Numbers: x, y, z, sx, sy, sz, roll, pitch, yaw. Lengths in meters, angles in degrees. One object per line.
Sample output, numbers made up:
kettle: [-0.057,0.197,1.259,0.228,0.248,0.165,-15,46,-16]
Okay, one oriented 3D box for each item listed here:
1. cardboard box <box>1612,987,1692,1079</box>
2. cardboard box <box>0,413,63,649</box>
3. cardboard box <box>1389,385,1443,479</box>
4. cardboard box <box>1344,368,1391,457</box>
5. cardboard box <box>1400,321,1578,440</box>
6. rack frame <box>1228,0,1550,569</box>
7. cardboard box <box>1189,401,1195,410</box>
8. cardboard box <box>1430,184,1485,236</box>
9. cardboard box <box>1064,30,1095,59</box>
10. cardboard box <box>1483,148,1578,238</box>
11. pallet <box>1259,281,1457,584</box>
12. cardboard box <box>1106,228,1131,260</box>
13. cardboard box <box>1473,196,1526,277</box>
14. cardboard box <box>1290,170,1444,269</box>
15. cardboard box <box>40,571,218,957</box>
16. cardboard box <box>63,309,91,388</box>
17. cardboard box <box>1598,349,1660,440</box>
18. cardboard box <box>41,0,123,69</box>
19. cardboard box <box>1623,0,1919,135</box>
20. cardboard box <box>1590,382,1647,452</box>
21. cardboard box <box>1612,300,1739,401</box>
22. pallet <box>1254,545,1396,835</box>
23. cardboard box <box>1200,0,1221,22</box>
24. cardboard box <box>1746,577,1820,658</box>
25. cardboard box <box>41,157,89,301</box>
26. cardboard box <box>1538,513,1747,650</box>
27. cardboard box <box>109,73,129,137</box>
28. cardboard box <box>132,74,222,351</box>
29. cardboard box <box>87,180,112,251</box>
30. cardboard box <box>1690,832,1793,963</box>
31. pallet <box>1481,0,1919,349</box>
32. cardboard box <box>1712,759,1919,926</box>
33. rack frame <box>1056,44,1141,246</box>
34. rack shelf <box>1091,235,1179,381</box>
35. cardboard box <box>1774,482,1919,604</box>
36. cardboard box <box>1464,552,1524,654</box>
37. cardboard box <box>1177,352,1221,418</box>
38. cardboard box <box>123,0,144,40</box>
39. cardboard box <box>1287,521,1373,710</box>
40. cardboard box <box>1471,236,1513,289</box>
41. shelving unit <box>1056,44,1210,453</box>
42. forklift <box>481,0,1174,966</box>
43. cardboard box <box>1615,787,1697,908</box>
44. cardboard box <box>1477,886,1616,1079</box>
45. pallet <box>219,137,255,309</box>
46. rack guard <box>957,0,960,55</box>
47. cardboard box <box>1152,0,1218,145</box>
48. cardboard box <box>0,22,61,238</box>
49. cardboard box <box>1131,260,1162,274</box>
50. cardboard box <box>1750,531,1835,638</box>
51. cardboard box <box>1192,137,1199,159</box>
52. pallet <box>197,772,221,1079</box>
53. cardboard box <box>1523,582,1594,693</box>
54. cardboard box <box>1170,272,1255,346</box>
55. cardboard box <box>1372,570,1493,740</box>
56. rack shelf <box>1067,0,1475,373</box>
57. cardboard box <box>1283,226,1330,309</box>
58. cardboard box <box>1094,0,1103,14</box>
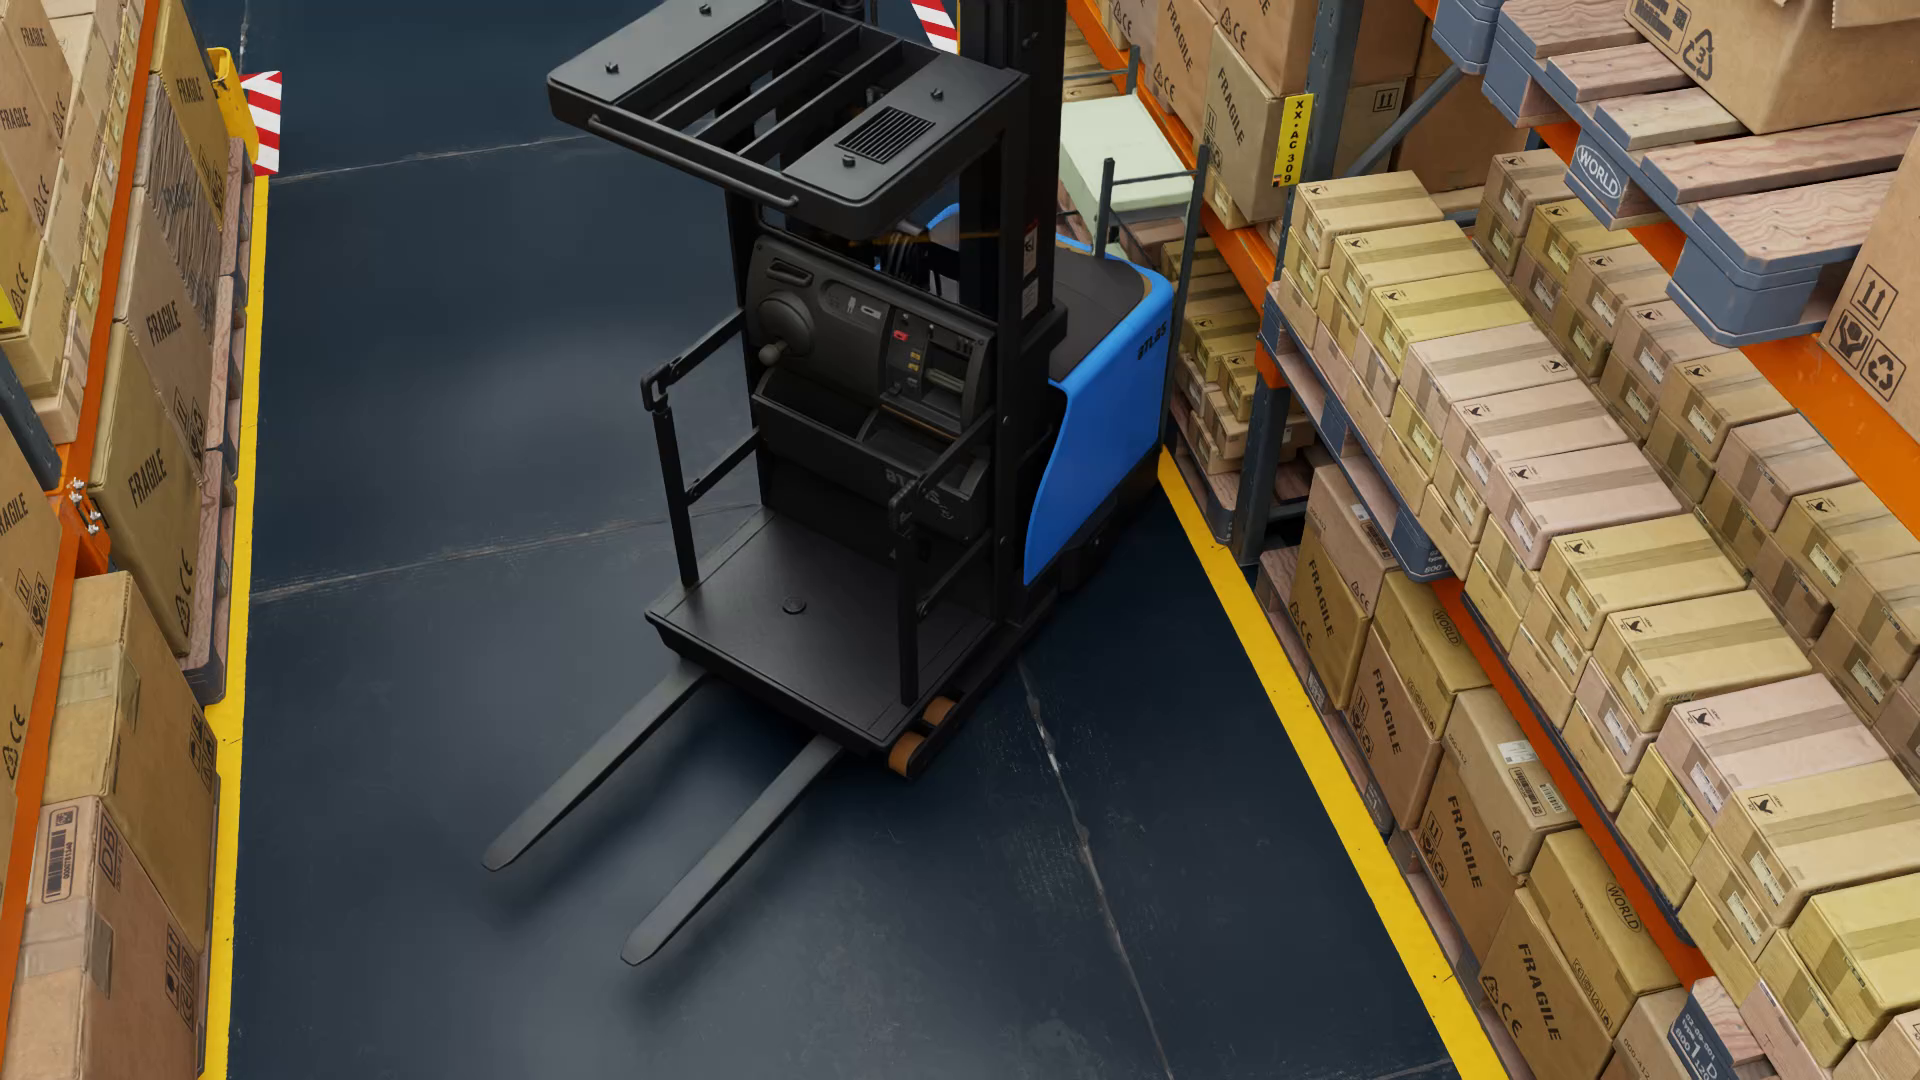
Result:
cardboard box: [2.038,1.387,4.222,0.500,0.250,0.500,-10,46,-10]
cardboard box: [-2.854,0.006,4.574,0.500,0.500,0.500,-11,47,-10]
cardboard box: [1.441,-0.340,4.657,0.380,0.149,0.250,-13,47,-12]
cardboard box: [1.376,-0.409,4.932,0.380,0.149,0.250,-10,46,-10]
cardboard box: [1.441,-0.439,4.545,0.380,0.149,0.250,-11,47,-11]
rack frame: [1.583,-1.069,5.698,1.000,3.000,0.127,-11,47,-10]
cardboard box: [1.167,-0.621,6.961,0.380,0.149,0.250,-10,46,-9]
cardboard box: [1.826,-1.237,6.038,0.380,0.149,0.250,-9,46,-9]
cardboard box: [0.492,-2.399,8.286,0.380,0.149,0.250,-11,47,-10]
cardboard box: [1.874,-1.095,5.188,0.380,0.149,0.250,-9,46,-8]
pallet: [1.638,-0.448,5.223,1.003,0.211,1.213,-11,47,-10]
cardboard box: [0.886,-1.334,7.659,0.380,0.149,0.250,-10,46,-10]
cardboard box: [1.875,-0.994,5.297,0.380,0.149,0.250,-9,46,-9]
cardboard box: [1.239,-0.980,5.076,0.380,0.149,0.250,-9,46,-8]
cardboard box: [-3.055,0.803,5.057,1.225,0.875,0.875,-11,47,-10]
cardboard box: [-3.059,-0.591,5.404,0.380,0.149,0.250,-12,47,-12]
cardboard box: [2.079,-0.452,4.767,0.380,0.149,0.250,-12,47,-12]
cardboard box: [-3.621,-2.058,6.563,0.500,0.250,0.500,-12,47,-12]
cardboard box: [1.851,-1.212,3.371,0.797,0.503,0.637,-11,47,-11]
cardboard box: [2.069,-0.365,4.890,0.380,0.149,0.250,-13,47,-12]
cardboard box: [2.075,-0.550,4.654,0.380,0.149,0.250,-11,47,-10]
pallet: [1.783,0.444,6.167,1.003,0.211,1.213,-11,47,-10]
cardboard box: [1.063,-2.189,5.817,0.500,0.500,0.500,-12,47,-12]
cardboard box: [2.281,0.193,4.343,0.380,0.149,0.250,-12,47,-12]
cardboard box: [-3.227,-1.000,5.527,0.500,0.250,0.500,-11,47,-11]
cardboard box: [1.643,0.098,4.019,0.380,0.149,0.250,-9,46,-9]
cardboard box: [-3.461,-1.665,6.457,0.380,0.149,0.250,-10,46,-10]
cardboard box: [-3.788,-1.342,7.158,0.875,0.875,0.875,-11,47,-10]
cardboard box: [-3.262,-1.130,5.933,0.380,0.149,0.250,-11,47,-11]
cardboard box: [1.837,0.734,3.605,0.380,0.149,0.250,-11,47,-10]
pallet: [1.906,-0.892,3.555,1.213,0.211,1.003,-11,47,-10]
cardboard box: [1.837,0.632,3.495,0.380,0.149,0.250,-9,46,-9]
rack frame: [0.490,-1.378,7.007,0.400,1.500,0.023,-10,47,-12]
rack shelf: [0.580,-0.896,6.997,0.431,0.370,0.720,-10,47,-12]
cardboard box: [2.277,-0.009,4.124,0.380,0.149,0.250,-11,47,-11]
cardboard box: [1.578,0.128,4.406,0.380,0.149,0.250,-11,47,-11]
cardboard box: [1.113,-0.666,6.797,0.380,0.149,0.250,-13,47,-12]
cardboard box: [-3.658,-2.194,6.976,0.380,0.149,0.250,-10,46,-10]
cardboard box: [1.515,0.217,5.893,0.500,0.500,0.500,-9,46,-9]
cardboard box: [1.876,-0.890,5.404,0.380,0.149,0.250,-12,47,-11]
shelving unit: [0.589,-1.124,6.763,0.431,1.500,0.755,-10,47,-12]
forklift: [-0.431,-0.577,5.263,1.130,2.935,3.031,26,51,23]
cardboard box: [1.777,0.669,3.876,0.380,0.149,0.250,-13,47,-12]
cardboard box: [1.905,1.293,4.839,0.500,0.500,0.500,-13,47,-12]
pallet: [-3.982,-1.480,8.053,1.003,0.211,1.213,-11,47,-10]
rack guard: [0.578,-2.903,9.245,1.175,0.500,0.348,-11,47,-10]
cardboard box: [1.054,-1.849,6.184,0.500,0.500,0.500,-12,47,-11]
cardboard box: [-3.232,-1.265,5.261,0.500,0.500,0.500,-11,47,-10]
cardboard box: [0.974,-1.212,7.331,0.380,0.149,0.250,-10,46,-9]
cardboard box: [2.273,0.084,4.241,0.380,0.149,0.250,-9,46,-9]
cardboard box: [1.101,-1.489,6.285,0.380,0.149,0.250,-9,46,-9]
pallet: [-2.968,1.263,5.365,1.003,0.211,1.213,-11,47,-10]
cardboard box: [1.641,0.203,4.124,0.380,0.149,0.250,-12,47,-11]
cardboard box: [1.066,-0.964,6.880,0.380,0.149,0.250,-11,47,-11]
cardboard box: [1.655,0.322,5.265,0.500,0.250,0.500,-10,46,-9]
rack shelf: [1.071,-2.198,7.308,1.077,0.370,4.000,-11,47,-10]
cardboard box: [1.239,-0.876,5.182,0.380,0.149,0.250,-10,46,-10]
cardboard box: [0.773,-2.392,7.169,0.380,0.149,0.250,-9,46,-9]
